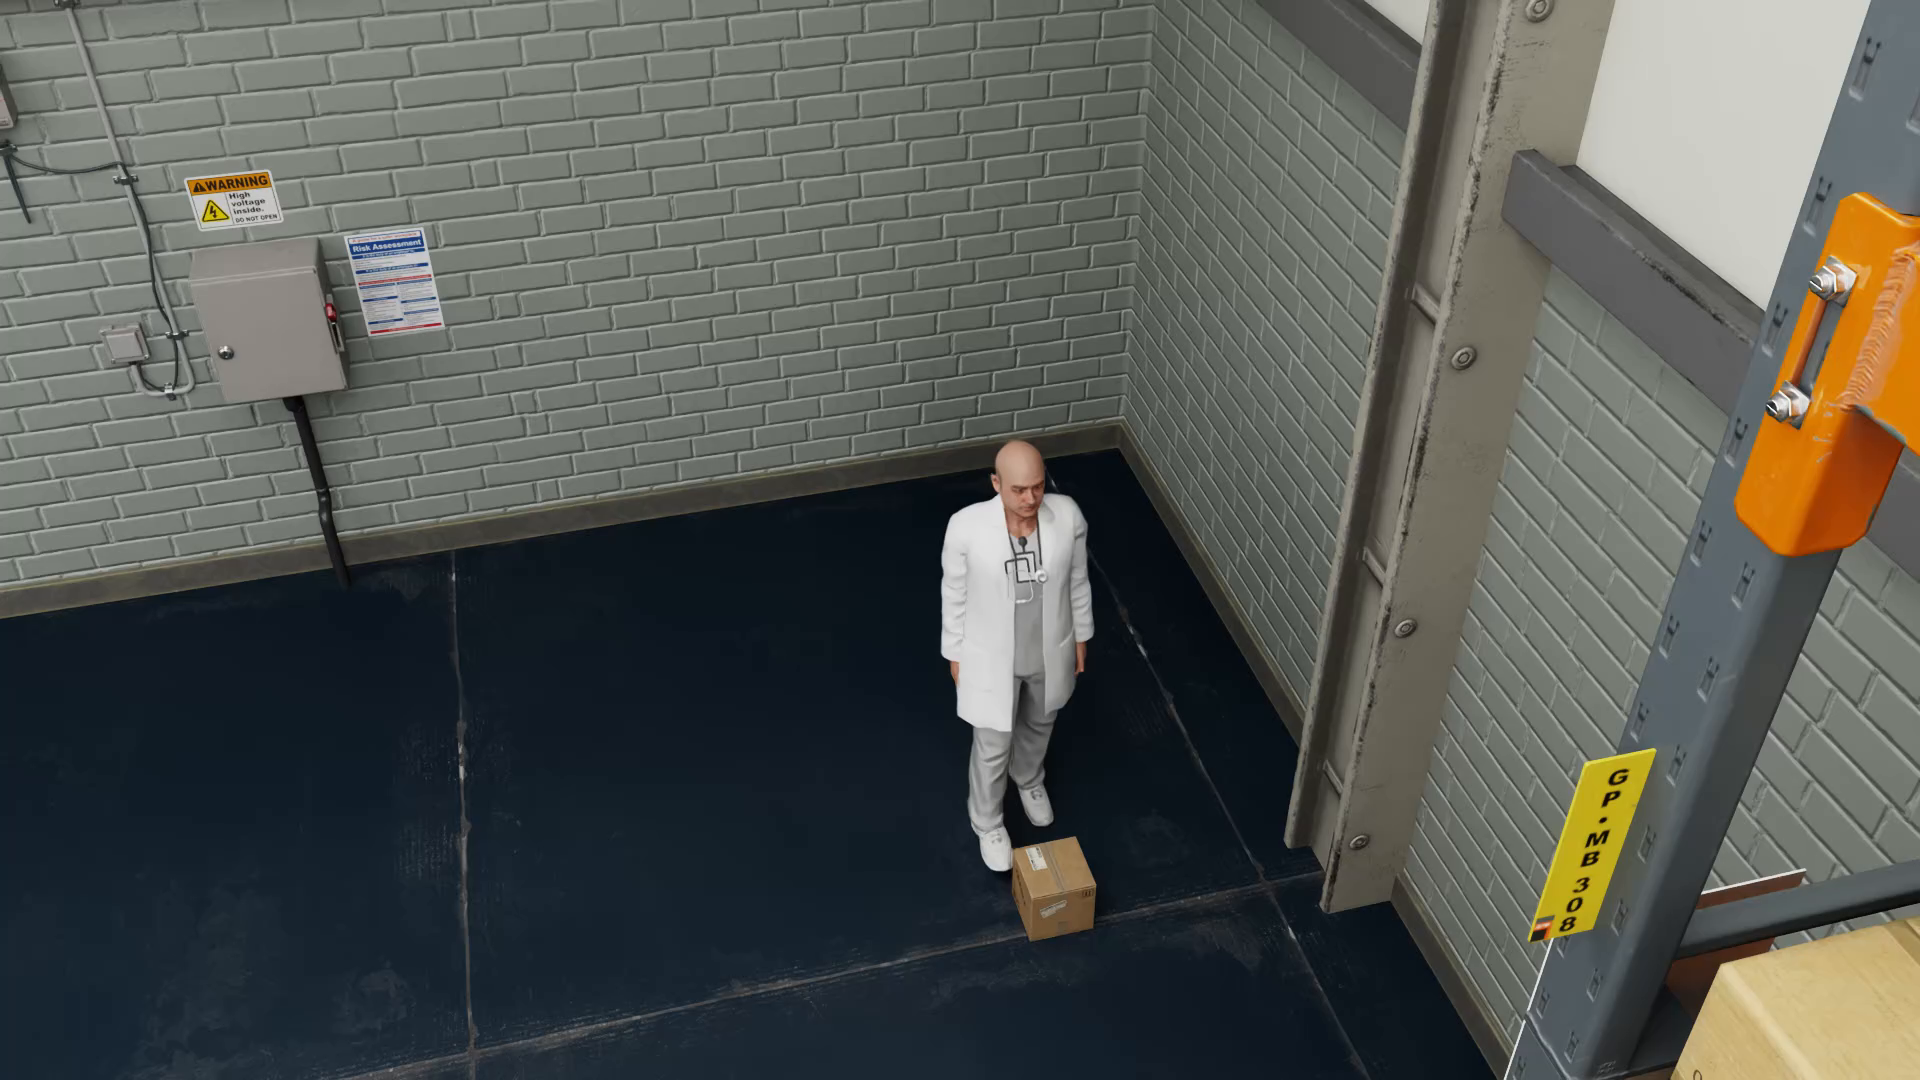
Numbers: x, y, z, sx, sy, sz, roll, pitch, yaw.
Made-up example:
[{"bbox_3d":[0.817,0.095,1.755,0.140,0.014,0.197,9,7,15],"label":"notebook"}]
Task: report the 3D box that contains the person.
[{"bbox_3d":[0.230,0.430,6.182,0.587,1.788,0.596,-9,39,-11],"label":"person"}]
